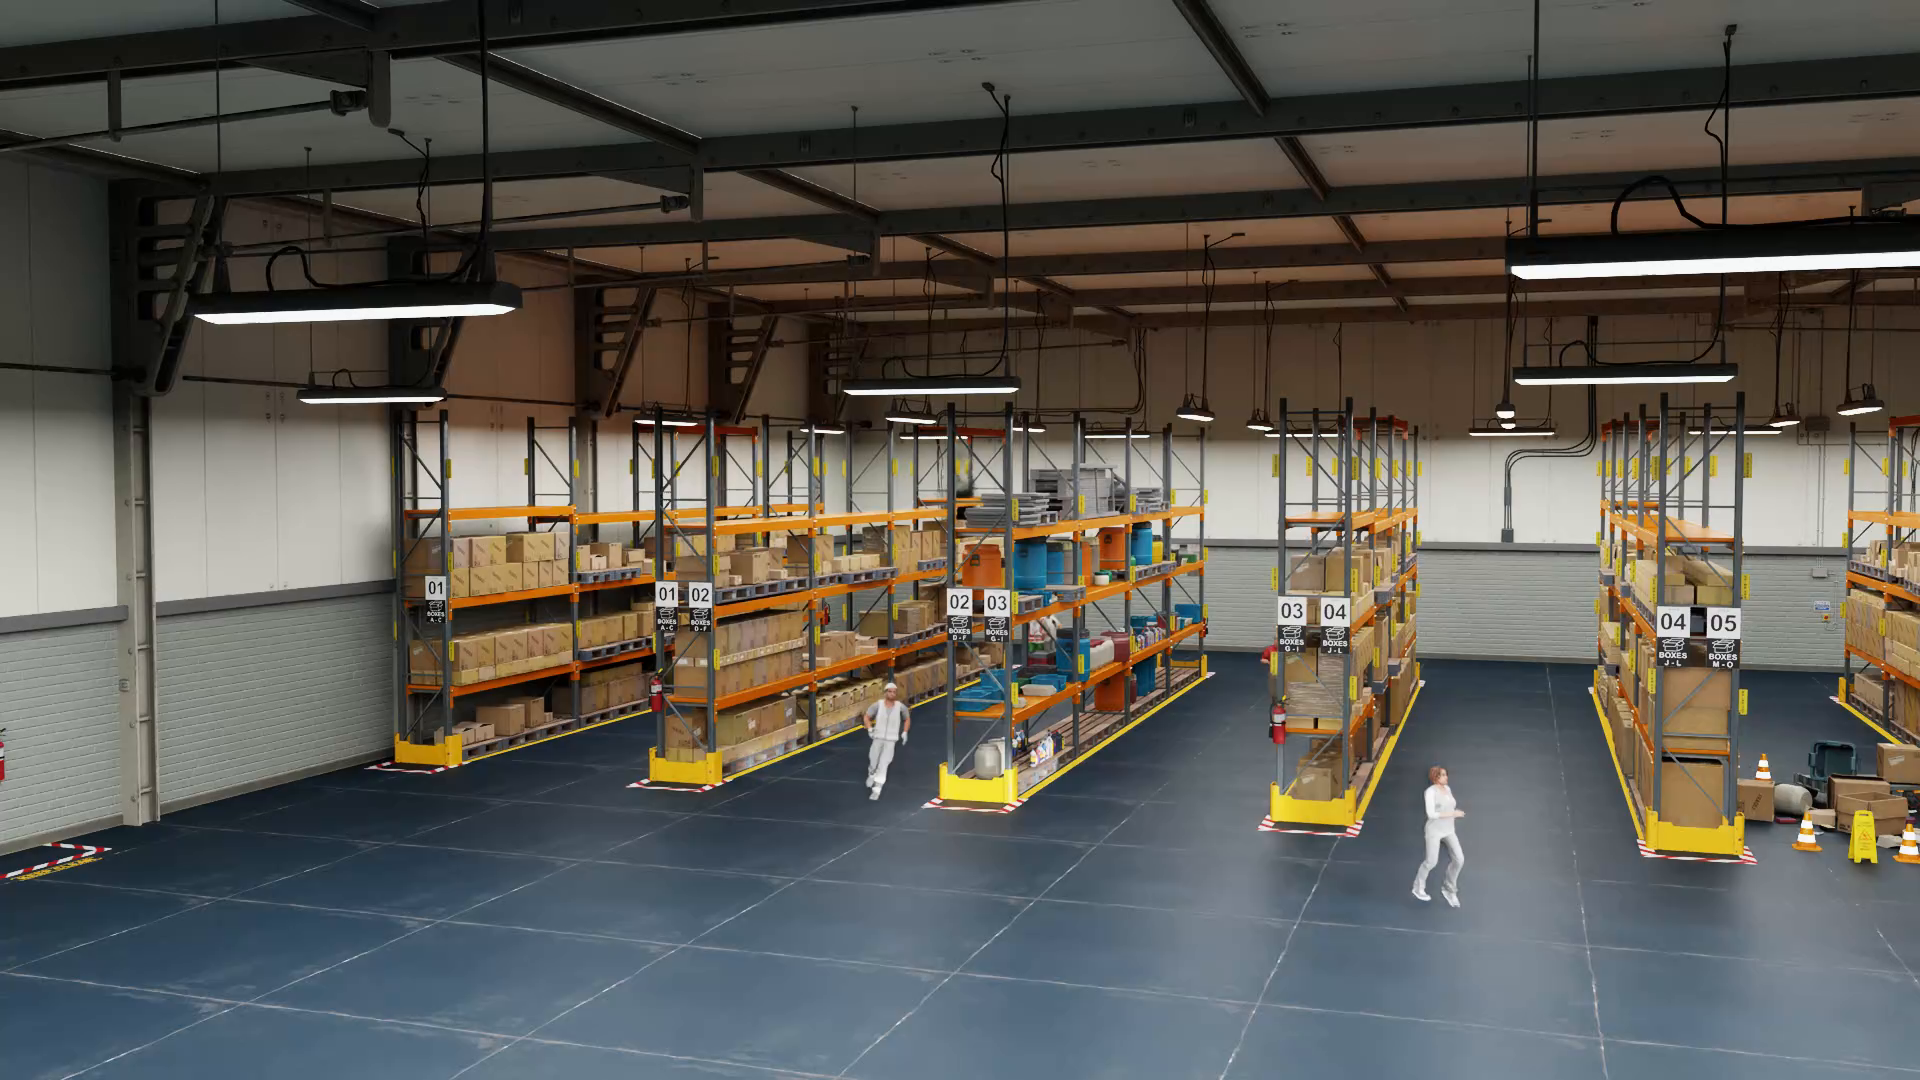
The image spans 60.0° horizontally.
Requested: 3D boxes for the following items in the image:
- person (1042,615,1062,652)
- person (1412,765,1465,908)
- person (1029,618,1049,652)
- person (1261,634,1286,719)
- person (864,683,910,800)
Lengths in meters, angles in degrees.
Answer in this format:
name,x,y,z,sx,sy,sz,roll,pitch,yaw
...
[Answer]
name,x,y,z,sx,sy,sz,roll,pitch,yaw
person,2.169,2.444,40.511,0.647,1.626,0.873,0,2,1
person,5.493,3.390,19.000,0.526,1.647,0.684,-2,3,-33
person,1.767,2.427,39.151,0.648,1.749,0.652,1,3,13
person,6.276,2.739,32.827,0.652,1.810,0.832,1,3,20
person,-1.118,3.043,25.343,0.707,1.735,0.865,0,2,-2
